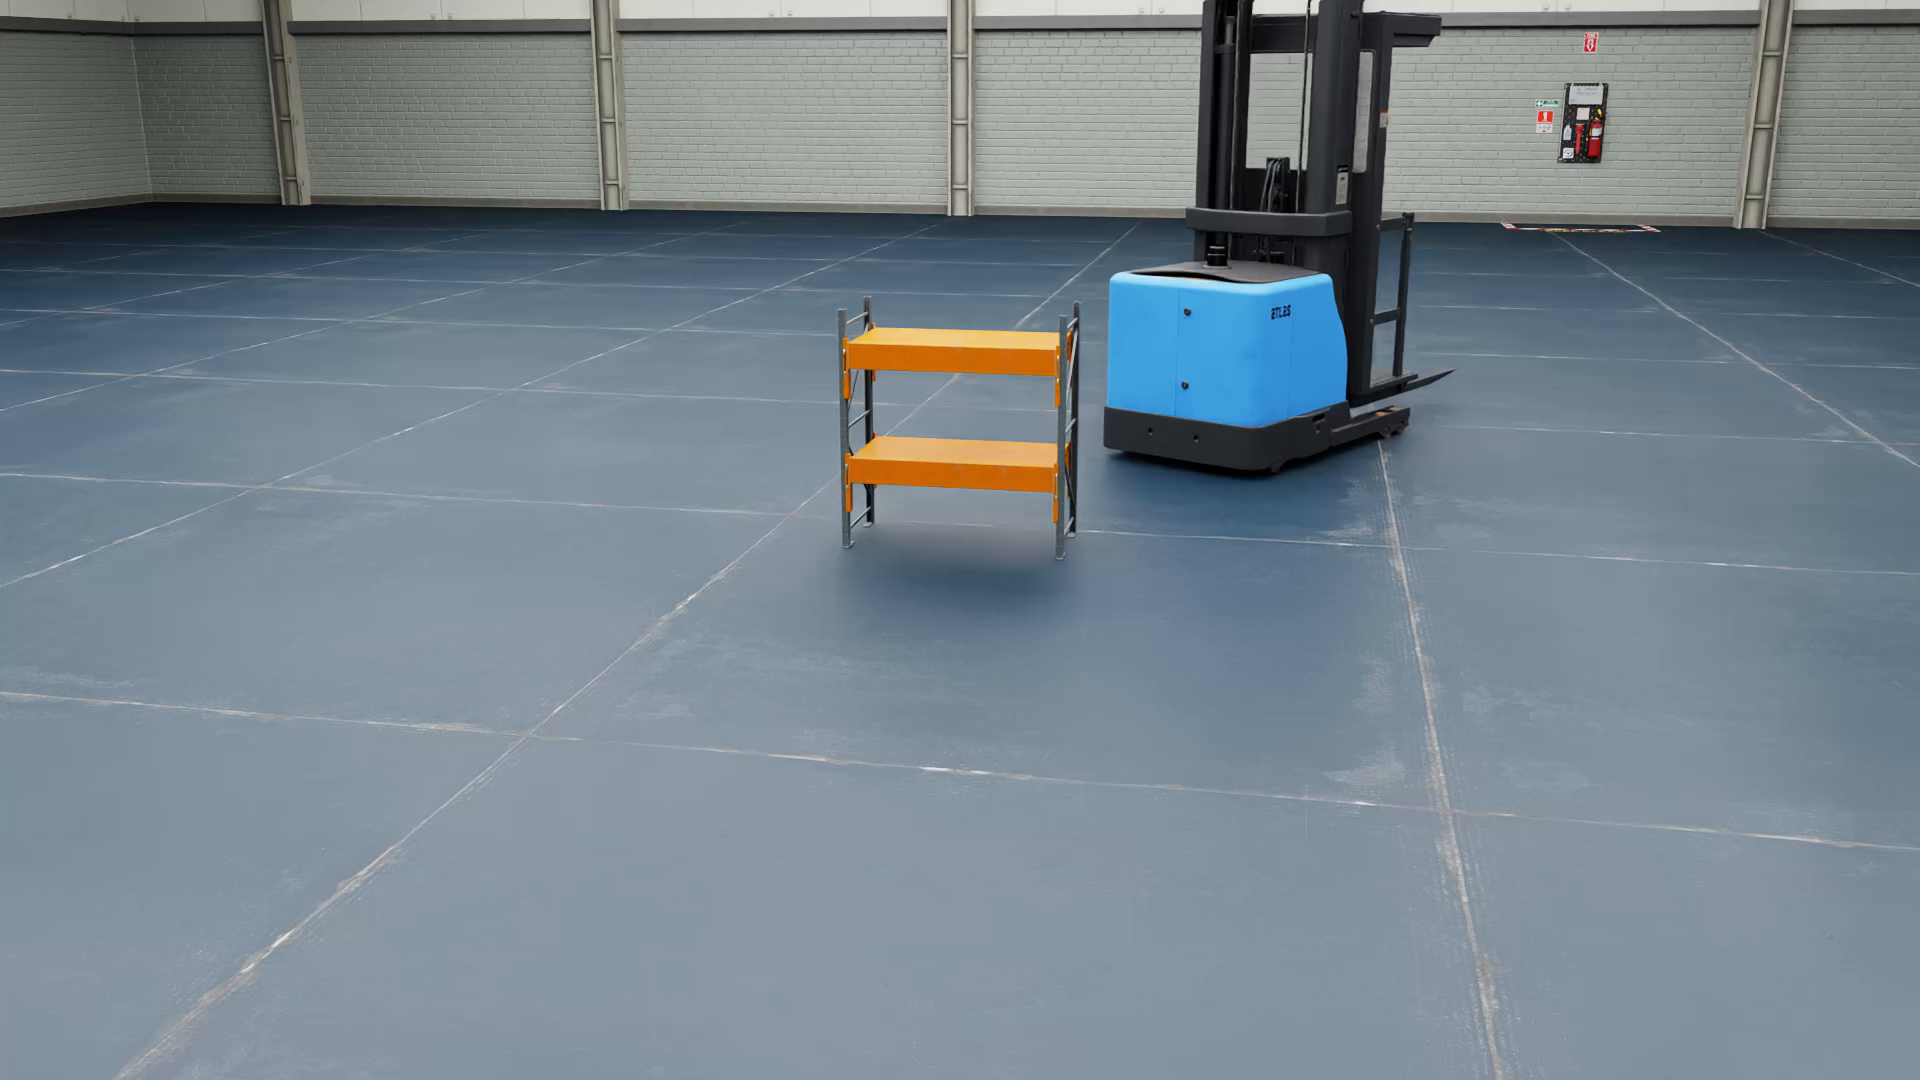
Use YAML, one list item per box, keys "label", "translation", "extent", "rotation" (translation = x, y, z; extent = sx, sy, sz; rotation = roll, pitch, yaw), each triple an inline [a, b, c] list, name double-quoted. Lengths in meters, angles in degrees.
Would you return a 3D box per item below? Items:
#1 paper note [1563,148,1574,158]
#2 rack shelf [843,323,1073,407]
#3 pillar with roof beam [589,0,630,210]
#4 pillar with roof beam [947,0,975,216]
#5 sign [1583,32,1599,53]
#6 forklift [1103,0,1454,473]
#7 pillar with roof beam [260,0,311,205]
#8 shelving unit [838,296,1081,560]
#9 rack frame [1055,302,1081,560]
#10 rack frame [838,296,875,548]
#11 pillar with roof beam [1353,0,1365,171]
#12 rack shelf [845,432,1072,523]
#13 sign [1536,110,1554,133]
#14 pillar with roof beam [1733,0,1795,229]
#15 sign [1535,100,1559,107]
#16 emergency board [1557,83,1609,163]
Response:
- label: "paper note"
  translation: [9.206, -5.855, 25.161]
  extent: [0.142, 0.148, 0.016]
  rotation: [3, 16, 11]
- label: "rack shelf"
  translation: [0.007, -0.824, 7.762]
  extent: [1.000, 0.278, 0.538]
  rotation: [3, 16, 11]
- label: "pillar with roof beam"
  translation: [-6.717, -8.833, 23.024]
  extent: [0.400, 9.000, 9.100]
  rotation: [3, 16, 11]
- label: "pillar with roof beam"
  translation: [-0.837, -8.514, 21.872]
  extent: [0.400, 9.000, 9.100]
  rotation: [3, 16, 11]
- label: "sign"
  translation: [9.378, -7.396, 24.731]
  extent: [0.199, 0.298, 0.001]
  rotation: [3, 16, 11]
- label: "forklift"
  translation: [2.162, -2.112, 10.126]
  extent: [1.130, 2.935, 3.031]
  rotation: [12, 20, 38]
- label: "pillar with roof beam"
  translation: [-12.597, -9.153, 24.176]
  extent: [0.400, 9.000, 9.100]
  rotation: [3, 16, 11]
- label: "shelving unit"
  translation: [0.007, -0.542, 7.841]
  extent: [1.048, 1.125, 0.538]
  rotation: [3, 16, 11]
- label: "rack frame"
  translation: [0.505, -0.515, 7.743]
  extent: [0.032, 1.125, 0.500]
  rotation: [3, 16, 11]
- label: "rack frame"
  translation: [-0.492, -0.569, 7.938]
  extent: [0.032, 1.125, 0.500]
  rotation: [3, 16, 11]
- label: "pillar with roof beam"
  translation: [5.042, -8.195, 20.720]
  extent: [0.400, 9.000, 9.100]
  rotation: [3, 16, 11]
- label: "rack shelf"
  translation: [0.007, -0.306, 7.906]
  extent: [1.000, 0.278, 0.538]
  rotation: [3, 16, 11]
- label: "sign"
  translation: [8.845, -6.326, 25.143]
  extent: [0.234, 0.329, 0.001]
  rotation: [3, 16, 11]
- label: "pillar with roof beam"
  translation: [10.922, -7.876, 19.567]
  extent: [0.400, 9.000, 9.100]
  rotation: [3, 16, 11]
- label: "sign"
  translation: [8.847, -6.579, 25.063]
  extent: [0.331, 0.109, 0.001]
  rotation: [3, 16, 11]
- label: "emergency board"
  translation: [9.366, -6.252, 24.944]
  extent: [0.643, 1.169, 0.194]
  rotation: [3, 16, 11]
